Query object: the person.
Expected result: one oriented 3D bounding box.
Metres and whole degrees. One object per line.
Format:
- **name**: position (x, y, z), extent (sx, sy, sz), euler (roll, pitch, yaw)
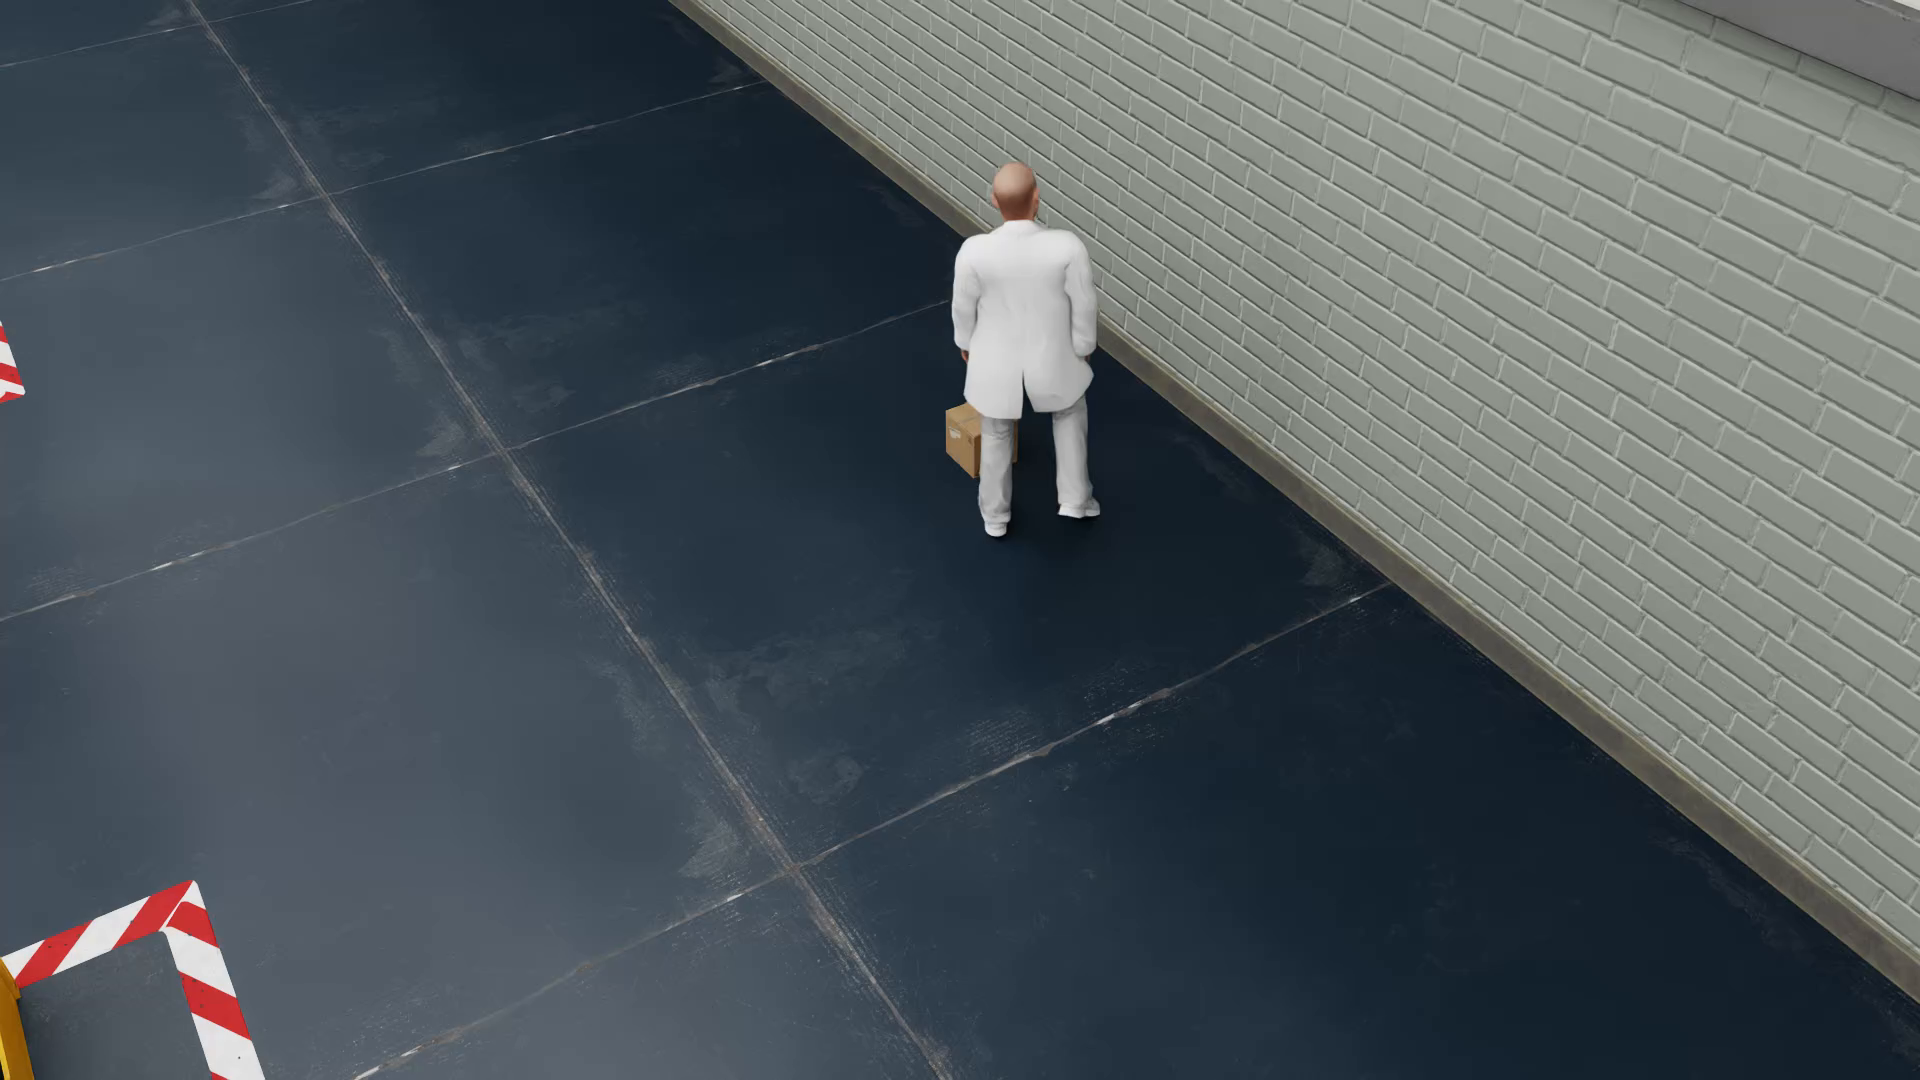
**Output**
- **person**: position (0.310, -0.776, 7.096), extent (0.690, 1.821, 0.405), euler (-1, 40, -1)
